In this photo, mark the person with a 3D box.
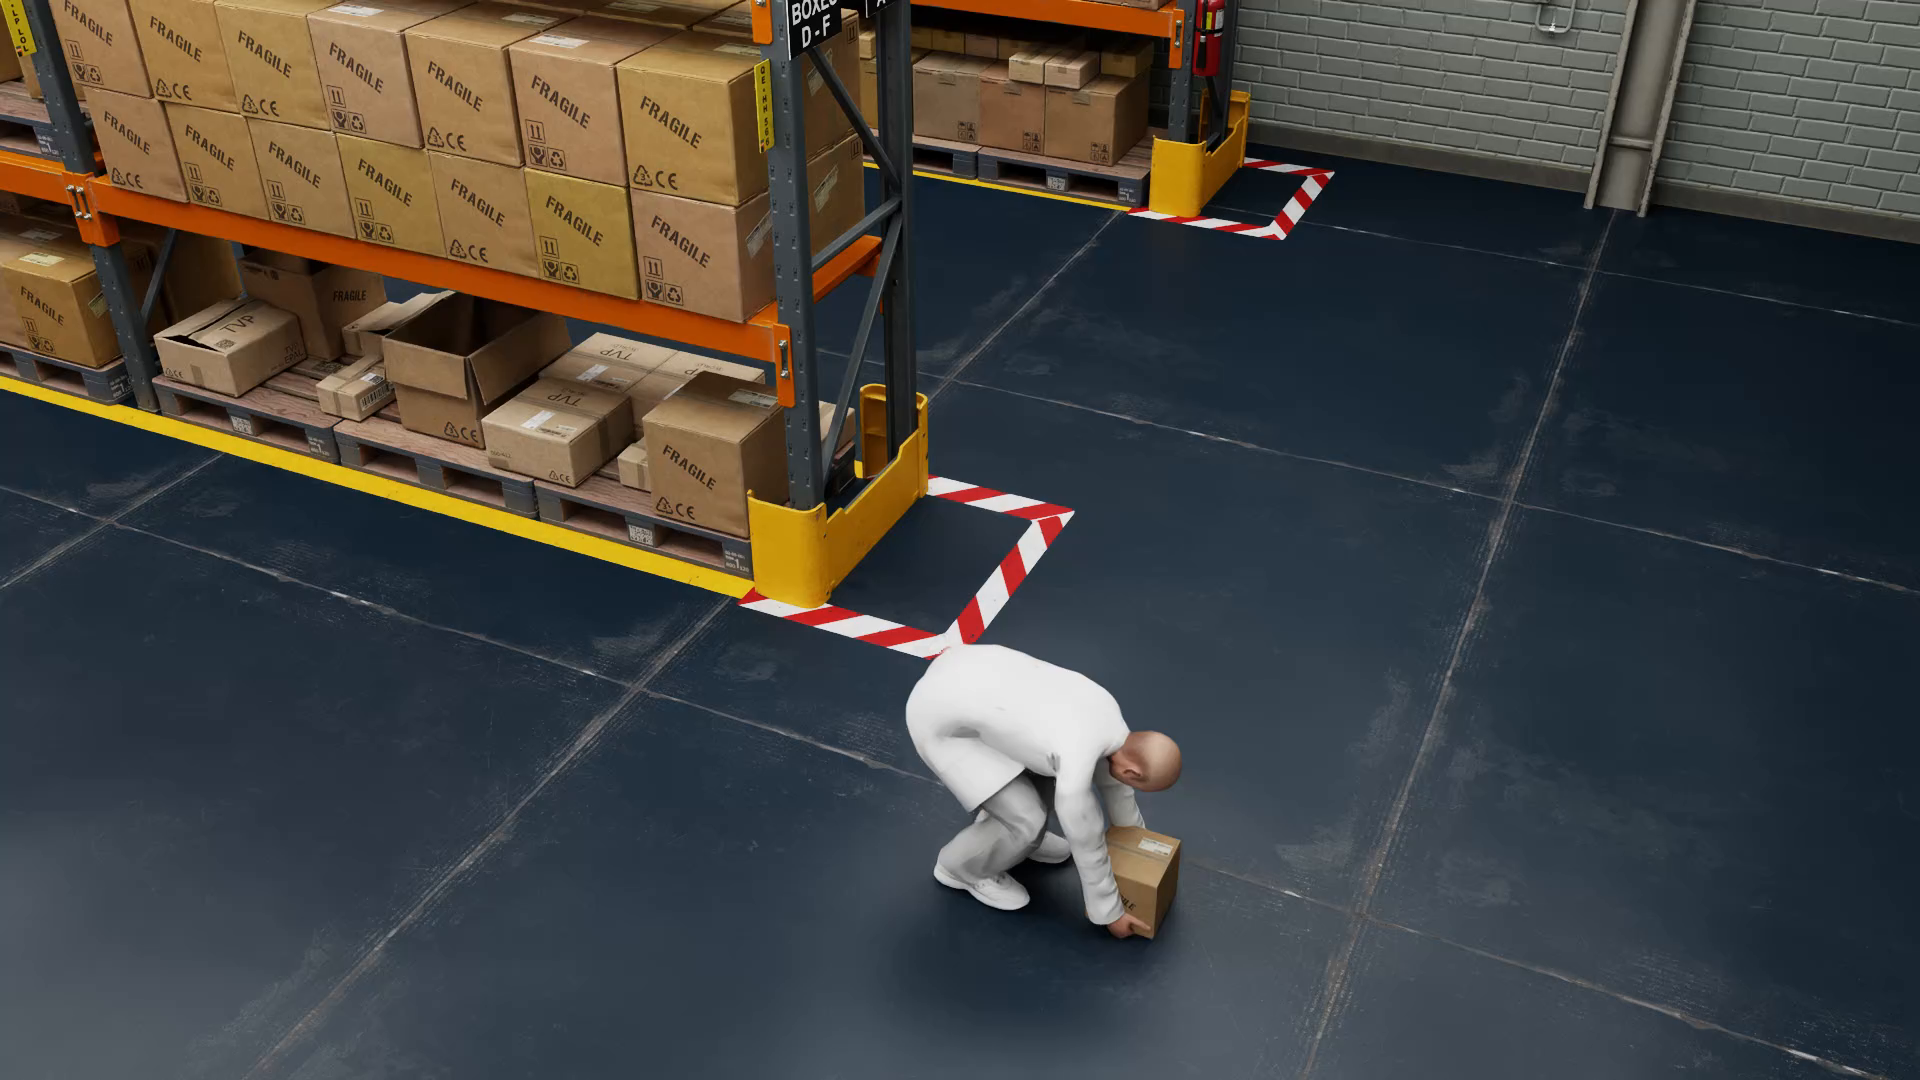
[{"bbox_3d":[0.277,0.828,5.678,0.948,0.934,0.587,13,35,19],"label":"person"}]
